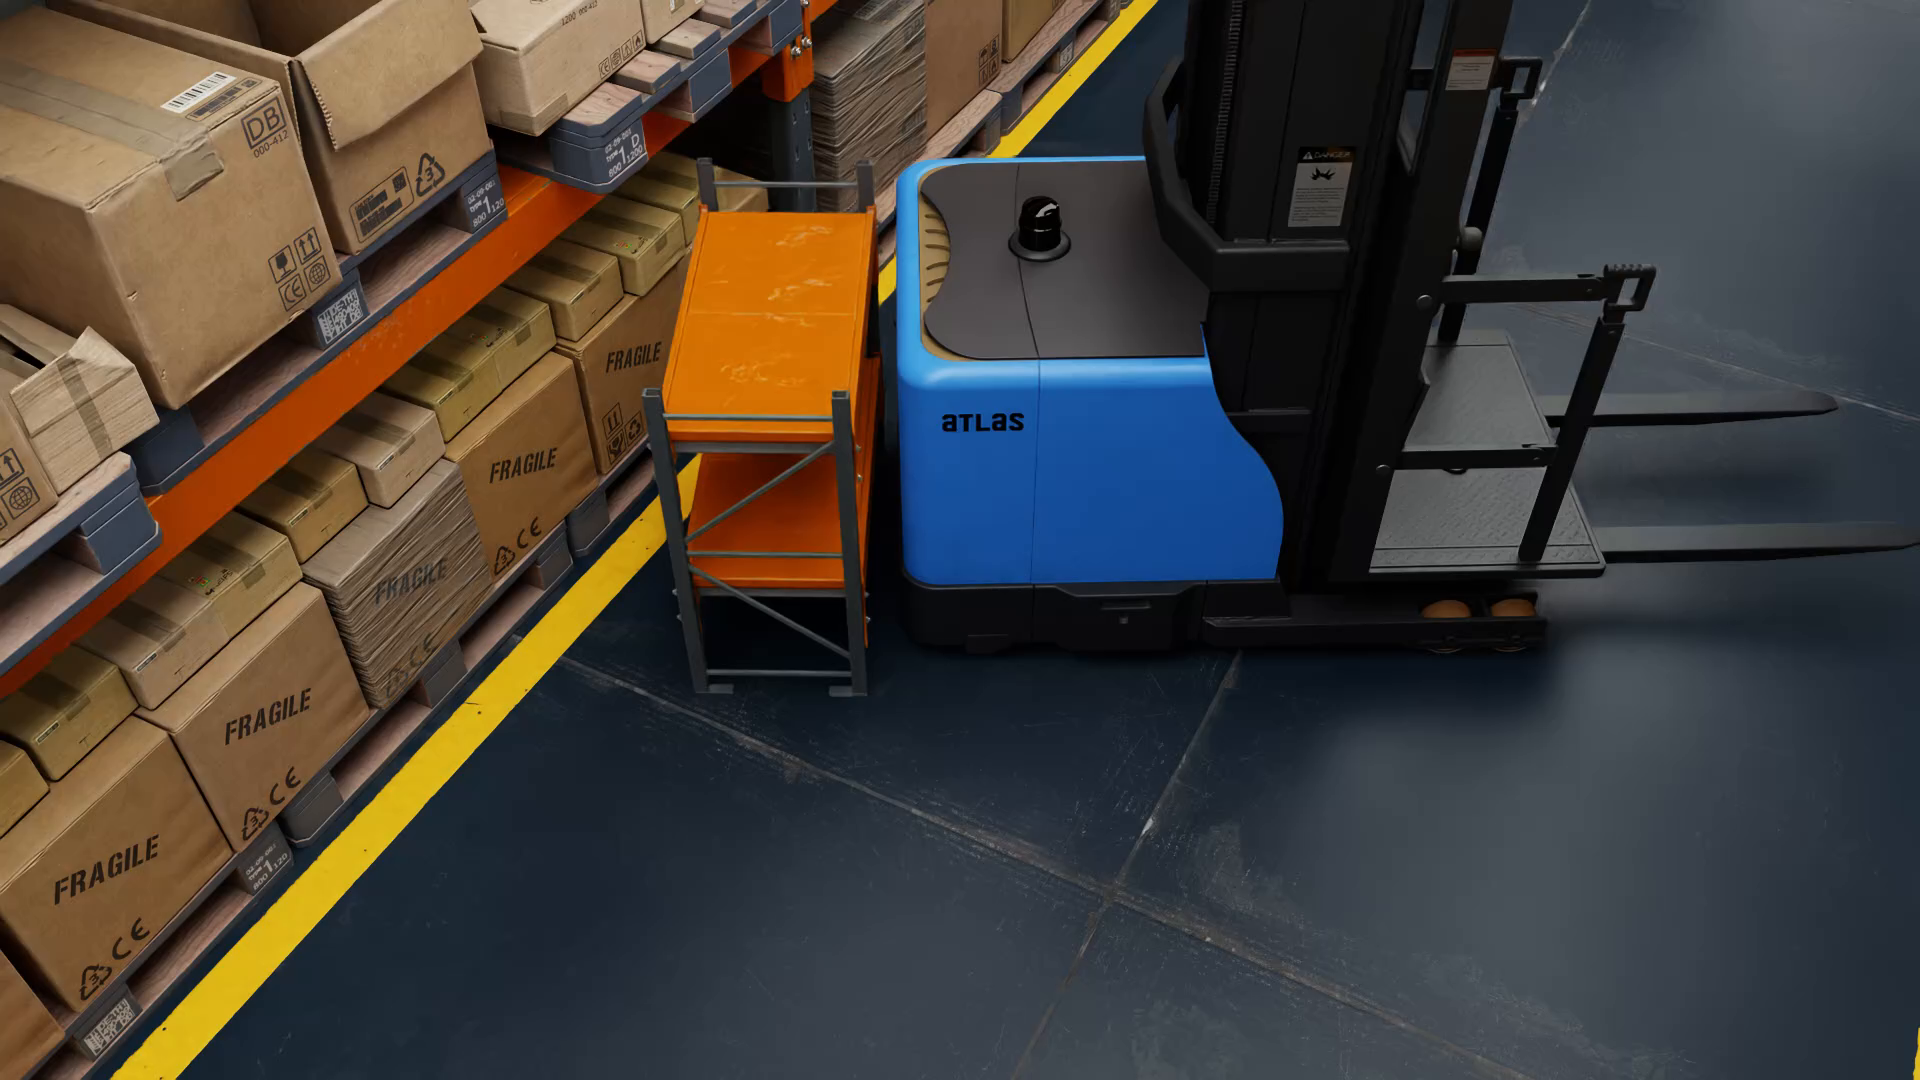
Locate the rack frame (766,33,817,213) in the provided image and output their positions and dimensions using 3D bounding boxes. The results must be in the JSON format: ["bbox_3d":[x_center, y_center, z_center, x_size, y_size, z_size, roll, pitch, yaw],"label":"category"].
[{"bbox_3d":[-0.960,-1.990,5.108,1.000,3.000,0.127,20,49,19],"label":"rack frame"}]

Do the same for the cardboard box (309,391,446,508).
[{"bbox_3d":[-1.605,-0.266,4.410,0.380,0.149,0.250,18,48,17],"label":"cardboard box"}]

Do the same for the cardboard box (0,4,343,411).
[{"bbox_3d":[-1.789,-0.705,3.472,0.700,0.500,0.500,20,49,19],"label":"cardboard box"}]

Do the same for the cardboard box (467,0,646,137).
[{"bbox_3d":[-1.163,-1.314,4.249,0.500,0.250,0.500,18,48,17],"label":"cardboard box"}]

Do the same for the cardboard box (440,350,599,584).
[{"bbox_3d":[-1.448,-0.279,4.879,0.500,0.500,0.500,22,49,21],"label":"cardboard box"}]

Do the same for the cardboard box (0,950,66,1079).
[{"bbox_3d":[-2.393,1.030,3.585,0.500,0.500,0.500,22,49,21],"label":"cardboard box"}]

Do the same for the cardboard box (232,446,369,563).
[{"bbox_3d":[-1.764,-0.128,4.274,0.380,0.149,0.250,21,49,19],"label":"cardboard box"}]

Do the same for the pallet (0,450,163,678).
[{"bbox_3d":[-2.349,0.130,3.148,1.003,0.211,1.213,20,49,19],"label":"pallet"}]

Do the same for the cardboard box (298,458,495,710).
[{"bbox_3d":[-1.672,0.054,4.550,0.500,0.500,0.500,19,48,18],"label":"cardboard box"}]

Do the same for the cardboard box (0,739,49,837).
[{"bbox_3d":[-2.245,0.529,3.624,0.380,0.149,0.250,18,48,17],"label":"cardboard box"}]

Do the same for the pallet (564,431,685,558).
[{"bbox_3d":[-1.340,-0.552,5.647,1.003,0.211,1.213,20,49,19],"label":"pallet"}]

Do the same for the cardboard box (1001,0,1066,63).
[{"bbox_3d":[-0.049,-2.530,7.016,0.875,0.625,0.625,19,48,17],"label":"cardboard box"}]

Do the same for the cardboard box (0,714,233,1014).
[{"bbox_3d":[-2.154,0.692,3.920,0.500,0.500,0.500,20,49,19],"label":"cardboard box"}]

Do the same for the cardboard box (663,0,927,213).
[{"bbox_3d":[-0.658,-1.691,6.187,0.875,0.625,0.625,22,49,20],"label":"cardboard box"}]

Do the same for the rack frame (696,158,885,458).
[{"bbox_3d":[-0.500,-0.682,5.133,0.500,1.125,0.032,1,45,1],"label":"rack frame"}]

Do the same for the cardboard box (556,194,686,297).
[{"bbox_3d":[-1.064,-0.910,5.047,0.380,0.149,0.250,18,48,17],"label":"cardboard box"}]

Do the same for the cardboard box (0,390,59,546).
[{"bbox_3d":[-2.153,-0.210,2.983,0.700,0.500,0.500,21,49,19],"label":"cardboard box"}]

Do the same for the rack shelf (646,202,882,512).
[{"bbox_3d":[-0.509,-0.526,4.568,0.538,0.278,1.000,1,45,1],"label":"rack shelf"}]

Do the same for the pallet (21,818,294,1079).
[{"bbox_3d":[-2.472,0.985,4.128,1.003,0.211,1.213,20,49,19],"label":"pallet"}]

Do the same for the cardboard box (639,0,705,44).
[{"bbox_3d":[-0.925,-1.509,4.514,0.380,0.149,0.250,21,49,20],"label":"cardboard box"}]

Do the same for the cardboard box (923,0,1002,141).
[{"bbox_3d":[-0.362,-2.106,6.596,0.875,0.625,0.625,22,49,20],"label":"cardboard box"}]

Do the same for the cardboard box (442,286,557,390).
[{"bbox_3d":[-1.388,-0.608,4.748,0.380,0.149,0.250,22,49,20],"label":"cardboard box"}]

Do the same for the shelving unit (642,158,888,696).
[{"bbox_3d":[-0.509,-0.321,4.776,0.538,1.125,1.048,1,45,1],"label":"shelving unit"}]

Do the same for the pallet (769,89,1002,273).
[{"bbox_3d":[-0.543,-1.516,6.600,1.003,0.211,1.213,20,49,19],"label":"pallet"}]

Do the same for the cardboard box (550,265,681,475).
[{"bbox_3d":[-1.207,-0.610,5.206,0.500,0.500,0.500,20,49,18],"label":"cardboard box"}]

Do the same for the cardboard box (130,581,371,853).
[{"bbox_3d":[-1.919,0.379,4.229,0.500,0.500,0.500,19,48,18],"label":"cardboard box"}]

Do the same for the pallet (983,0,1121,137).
[{"bbox_3d":[0.025,-2.281,7.356,1.003,0.211,1.213,20,49,19],"label":"pallet"}]

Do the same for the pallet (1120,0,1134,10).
[{"bbox_3d":[0.590,-3.053,8.119,1.003,0.211,1.213,20,49,19],"label":"pallet"}]

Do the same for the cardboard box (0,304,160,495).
[{"bbox_3d":[-1.832,-0.319,3.256,0.396,0.266,0.258,23,50,21],"label":"cardboard box"}]

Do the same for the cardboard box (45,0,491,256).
[{"bbox_3d":[-1.554,-1.085,3.845,0.797,0.503,0.637,19,48,18],"label":"cardboard box"}]

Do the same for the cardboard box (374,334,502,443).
[{"bbox_3d":[-1.503,-0.450,4.592,0.380,0.149,0.250,20,49,18],"label":"cardboard box"}]

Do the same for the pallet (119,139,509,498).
[{"bbox_3d":[-1.858,-0.696,3.964,1.003,0.211,1.213,20,49,19],"label":"pallet"}]

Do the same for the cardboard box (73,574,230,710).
[{"bbox_3d":[-1.981,0.207,3.943,0.380,0.149,0.250,20,49,19],"label":"cardboard box"}]

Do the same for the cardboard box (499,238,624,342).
[{"bbox_3d":[-1.225,-0.759,4.897,0.380,0.149,0.250,19,48,18],"label":"cardboard box"}]

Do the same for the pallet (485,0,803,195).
[{"bbox_3d":[-1.212,-1.473,4.731,1.213,0.211,1.003,20,49,19],"label":"pallet"}]

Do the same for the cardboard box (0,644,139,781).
[{"bbox_3d":[-2.130,0.352,3.799,0.380,0.149,0.250,20,49,18],"label":"cardboard box"}]

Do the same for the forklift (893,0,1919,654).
[{"bbox_3d":[1.329,-1.074,4.251,3.031,2.935,1.130,-1,45,-1],"label":"forklift"}]

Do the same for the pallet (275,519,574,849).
[{"bbox_3d":[-1.907,0.214,4.891,1.003,0.211,1.213,20,49,19],"label":"pallet"}]

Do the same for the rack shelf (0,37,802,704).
[{"bbox_3d":[-1.888,-0.477,4.119,1.077,0.370,4.000,20,49,19],"label":"rack shelf"}]

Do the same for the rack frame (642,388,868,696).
[{"bbox_3d":[-0.518,0.041,4.419,0.500,1.125,0.032,1,45,1],"label":"rack frame"}]

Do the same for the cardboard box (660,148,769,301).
[{"bbox_3d":[-0.966,-0.922,5.514,0.500,0.500,0.500,22,49,20],"label":"cardboard box"}]

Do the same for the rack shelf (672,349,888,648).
[{"bbox_3d":[-0.509,-0.149,4.950,0.538,0.278,1.000,1,45,1],"label":"rack shelf"}]

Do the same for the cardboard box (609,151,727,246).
[{"bbox_3d":[-0.965,-1.092,5.227,0.380,0.149,0.250,18,48,17],"label":"cardboard box"}]

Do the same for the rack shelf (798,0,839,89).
[{"bbox_3d":[-0.031,-2.997,6.609,1.077,0.370,4.000,20,49,19],"label":"rack shelf"}]

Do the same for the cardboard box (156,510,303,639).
[{"bbox_3d":[-1.864,0.051,4.096,0.380,0.149,0.250,22,49,20],"label":"cardboard box"}]
